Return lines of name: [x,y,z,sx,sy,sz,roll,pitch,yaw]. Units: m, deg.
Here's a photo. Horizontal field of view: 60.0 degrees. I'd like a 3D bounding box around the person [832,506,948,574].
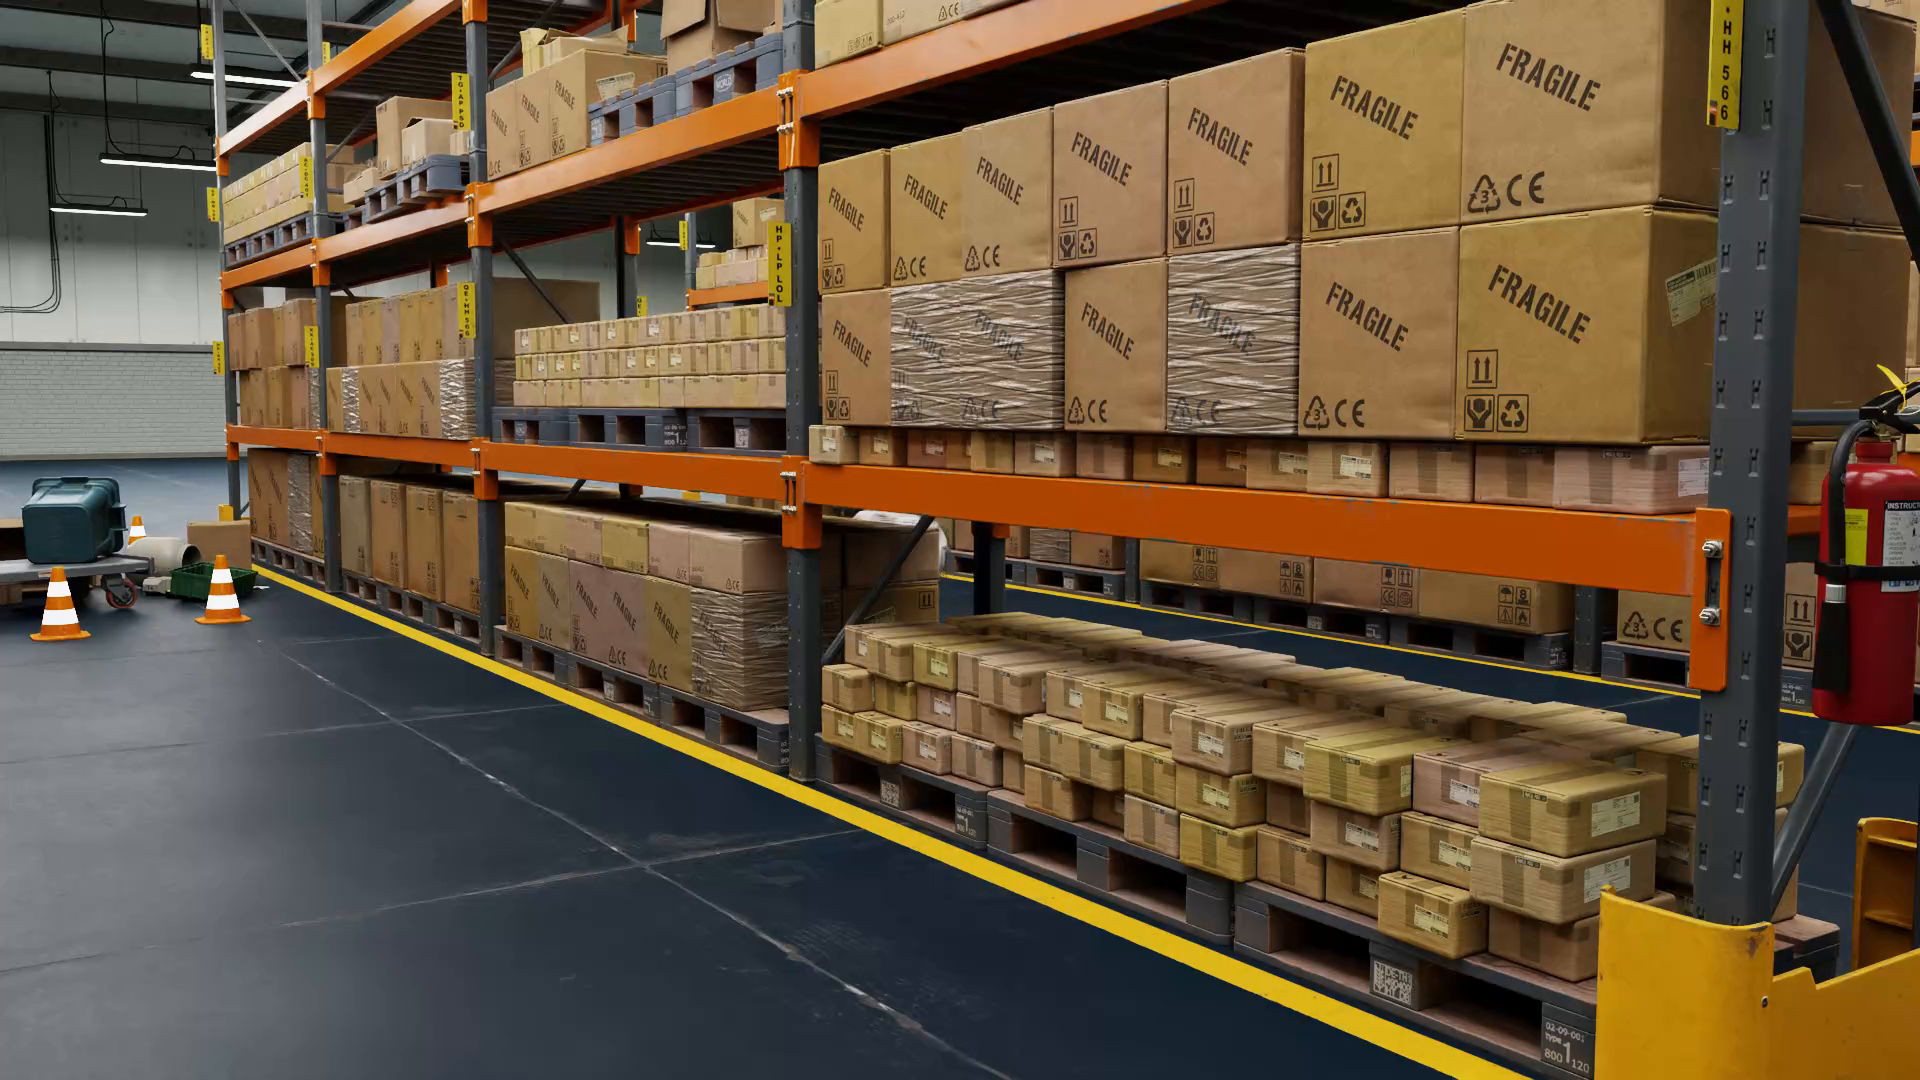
person: [-0.448,0.221,10.001,0.467,0.991,0.917,-4,6,-37]
